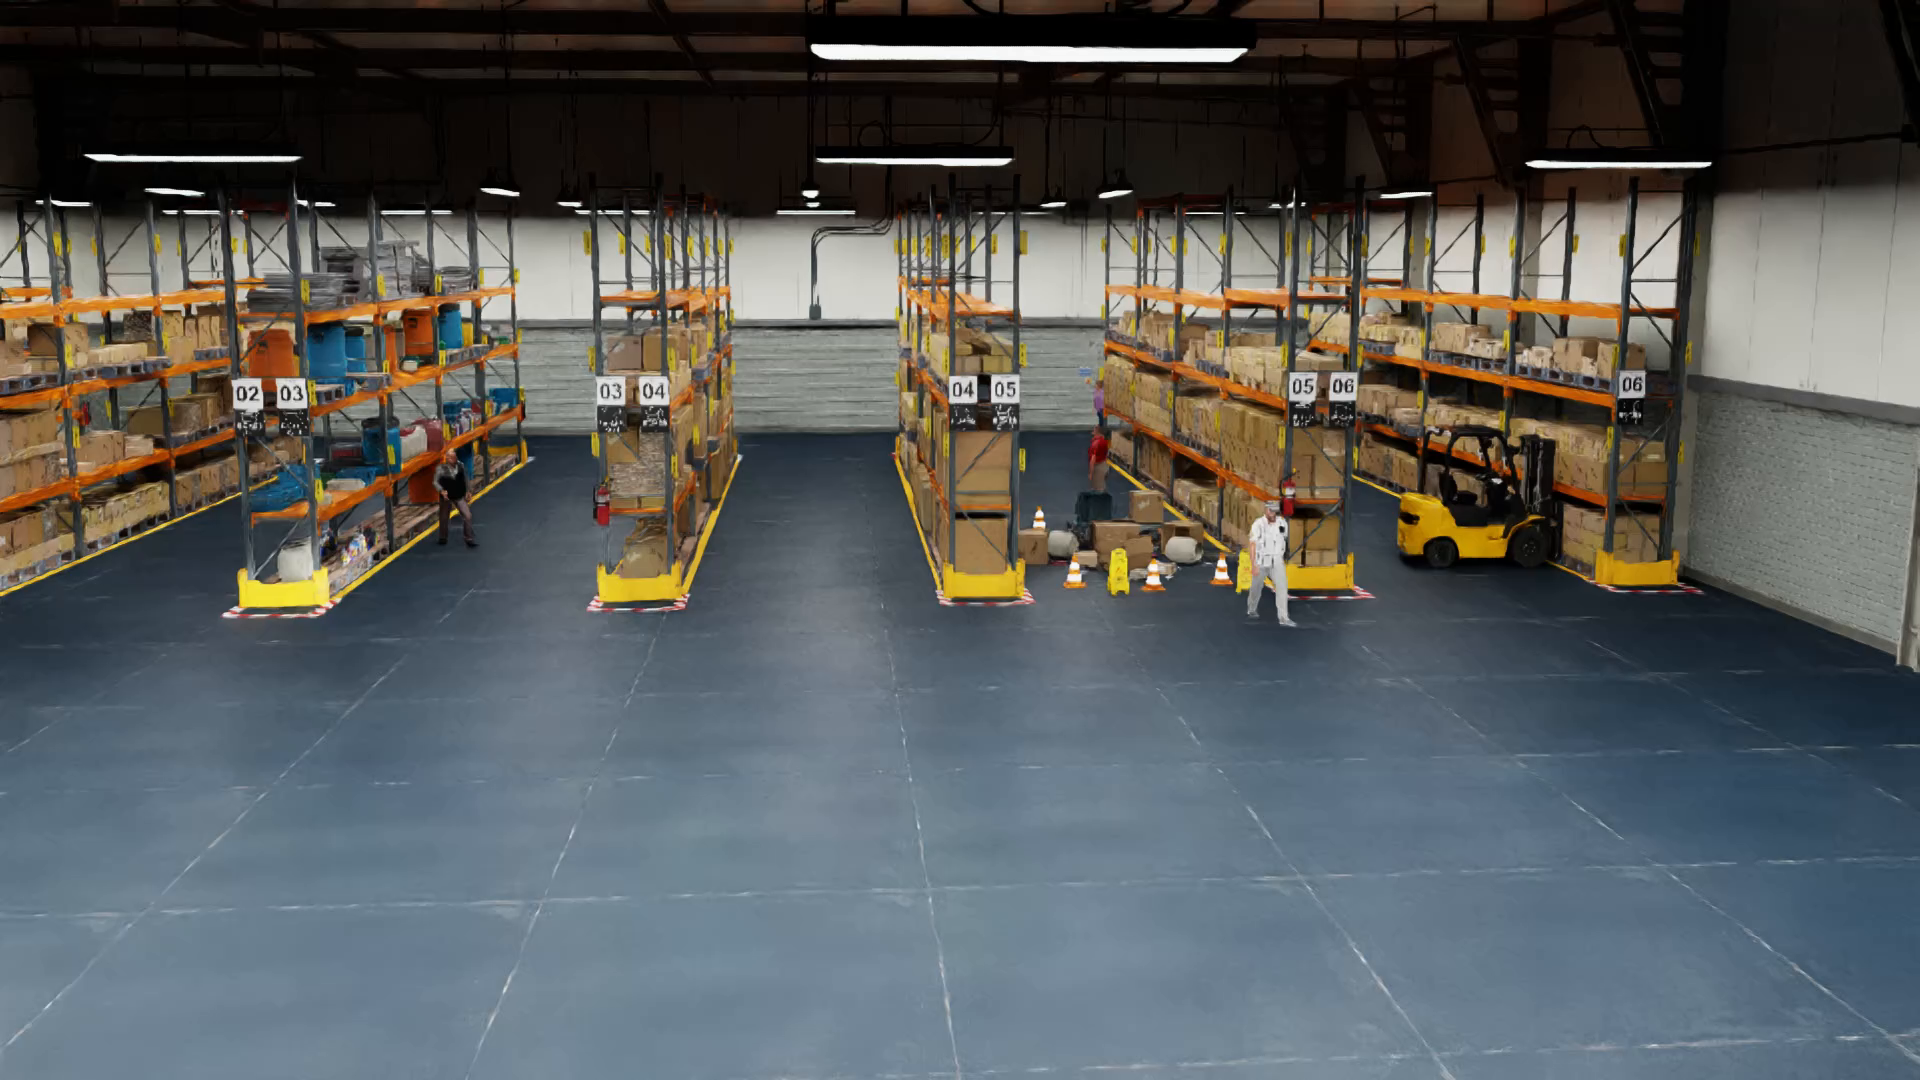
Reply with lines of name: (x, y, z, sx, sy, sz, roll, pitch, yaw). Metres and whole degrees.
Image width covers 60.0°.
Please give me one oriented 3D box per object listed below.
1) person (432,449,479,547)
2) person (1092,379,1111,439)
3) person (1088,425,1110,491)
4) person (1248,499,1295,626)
person: (-8.529, -0.720, 27.999, 0.681, 1.662, 0.843, -4, 11, -23)
person: (3.717, -3.371, 43.232, 0.465, 1.608, 0.514, -8, 13, -37)
person: (2.534, -1.289, 30.954, 0.586, 1.723, 0.653, 4, 11, 23)
person: (4.130, 0.267, 22.237, 0.547, 1.672, 1.115, -1, 10, -6)
